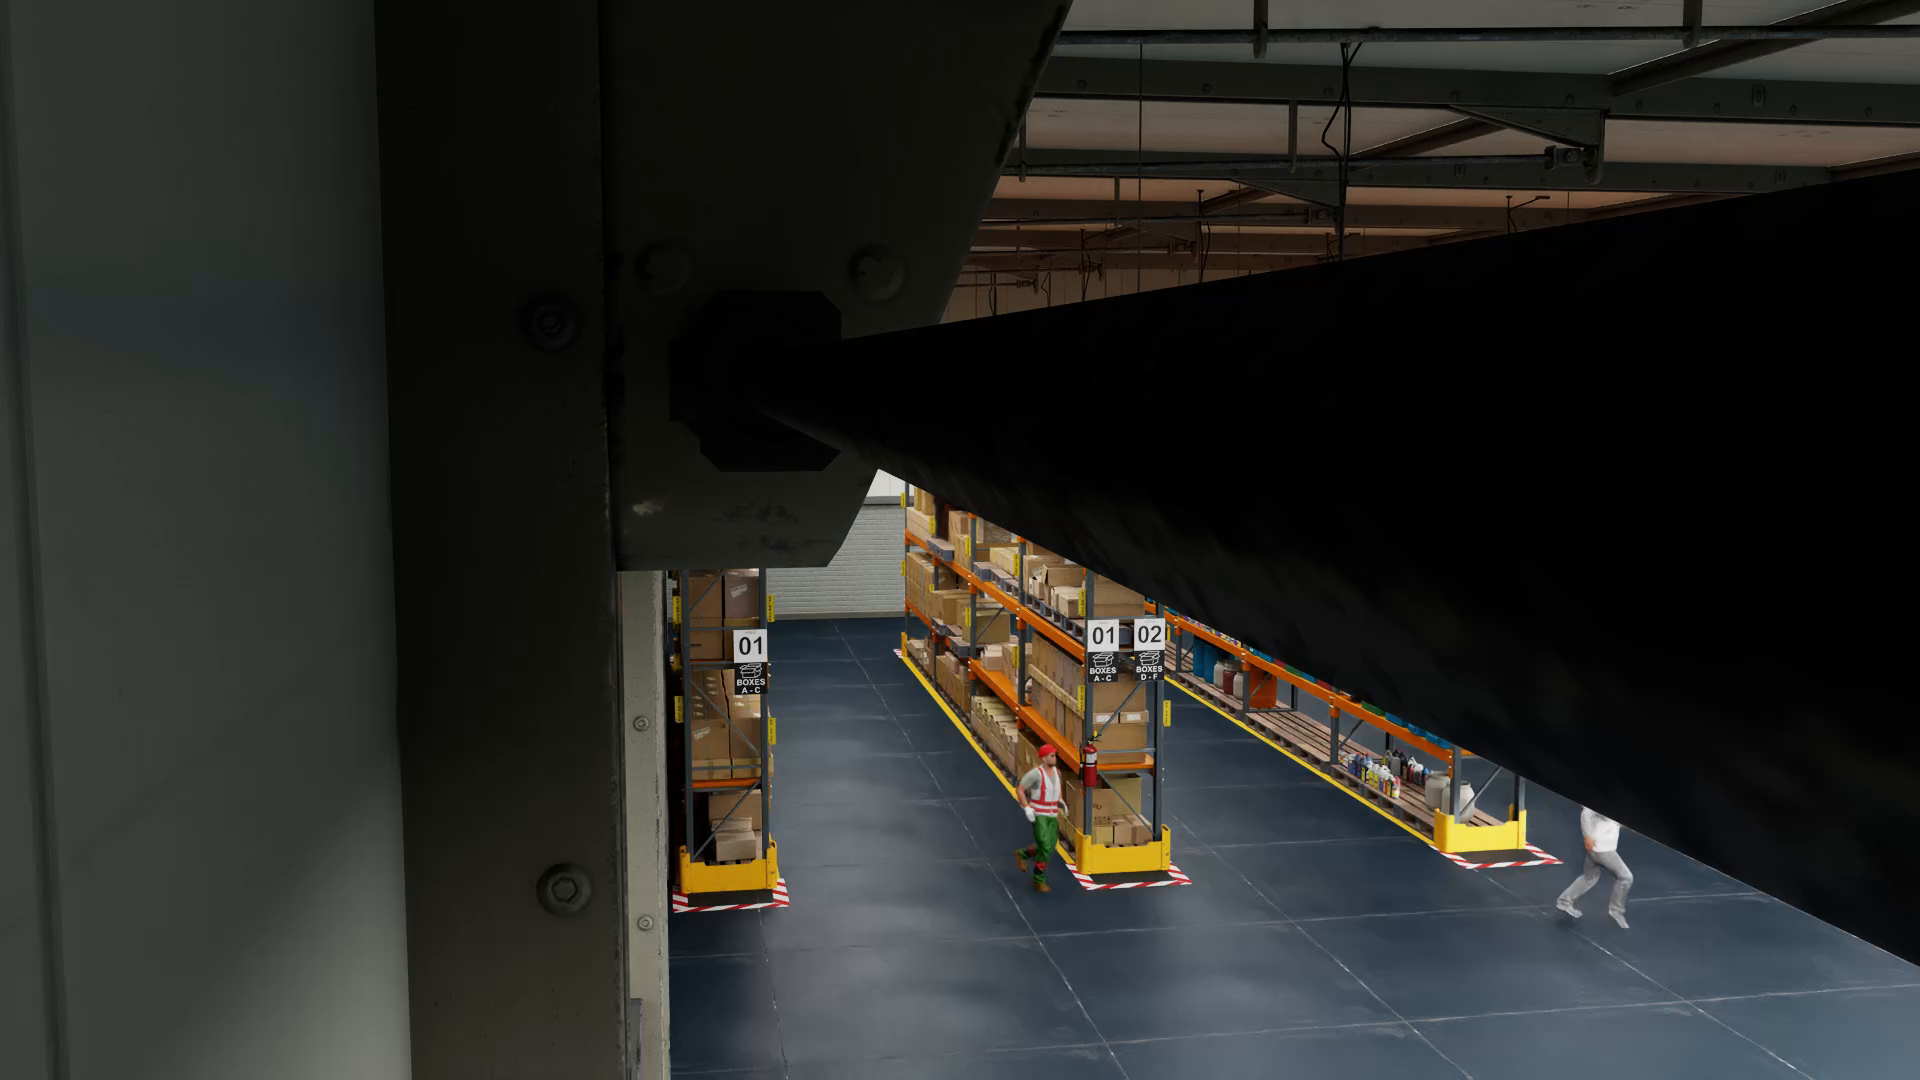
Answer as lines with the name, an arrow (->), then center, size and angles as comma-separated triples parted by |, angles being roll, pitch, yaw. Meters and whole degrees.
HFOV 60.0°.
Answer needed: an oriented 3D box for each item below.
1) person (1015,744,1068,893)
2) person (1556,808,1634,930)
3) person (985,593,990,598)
person -> 0.989, 3.374, 20.403 | 0.701, 1.759, 0.727 | -5, 8, -42
person -> 7.233, 3.509, 18.849 | 0.851, 1.812, 0.679 | 2, 6, 21
person -> 0.525, 1.619, 37.345 | 0.614, 1.727, 0.757 | 2, 6, 22
